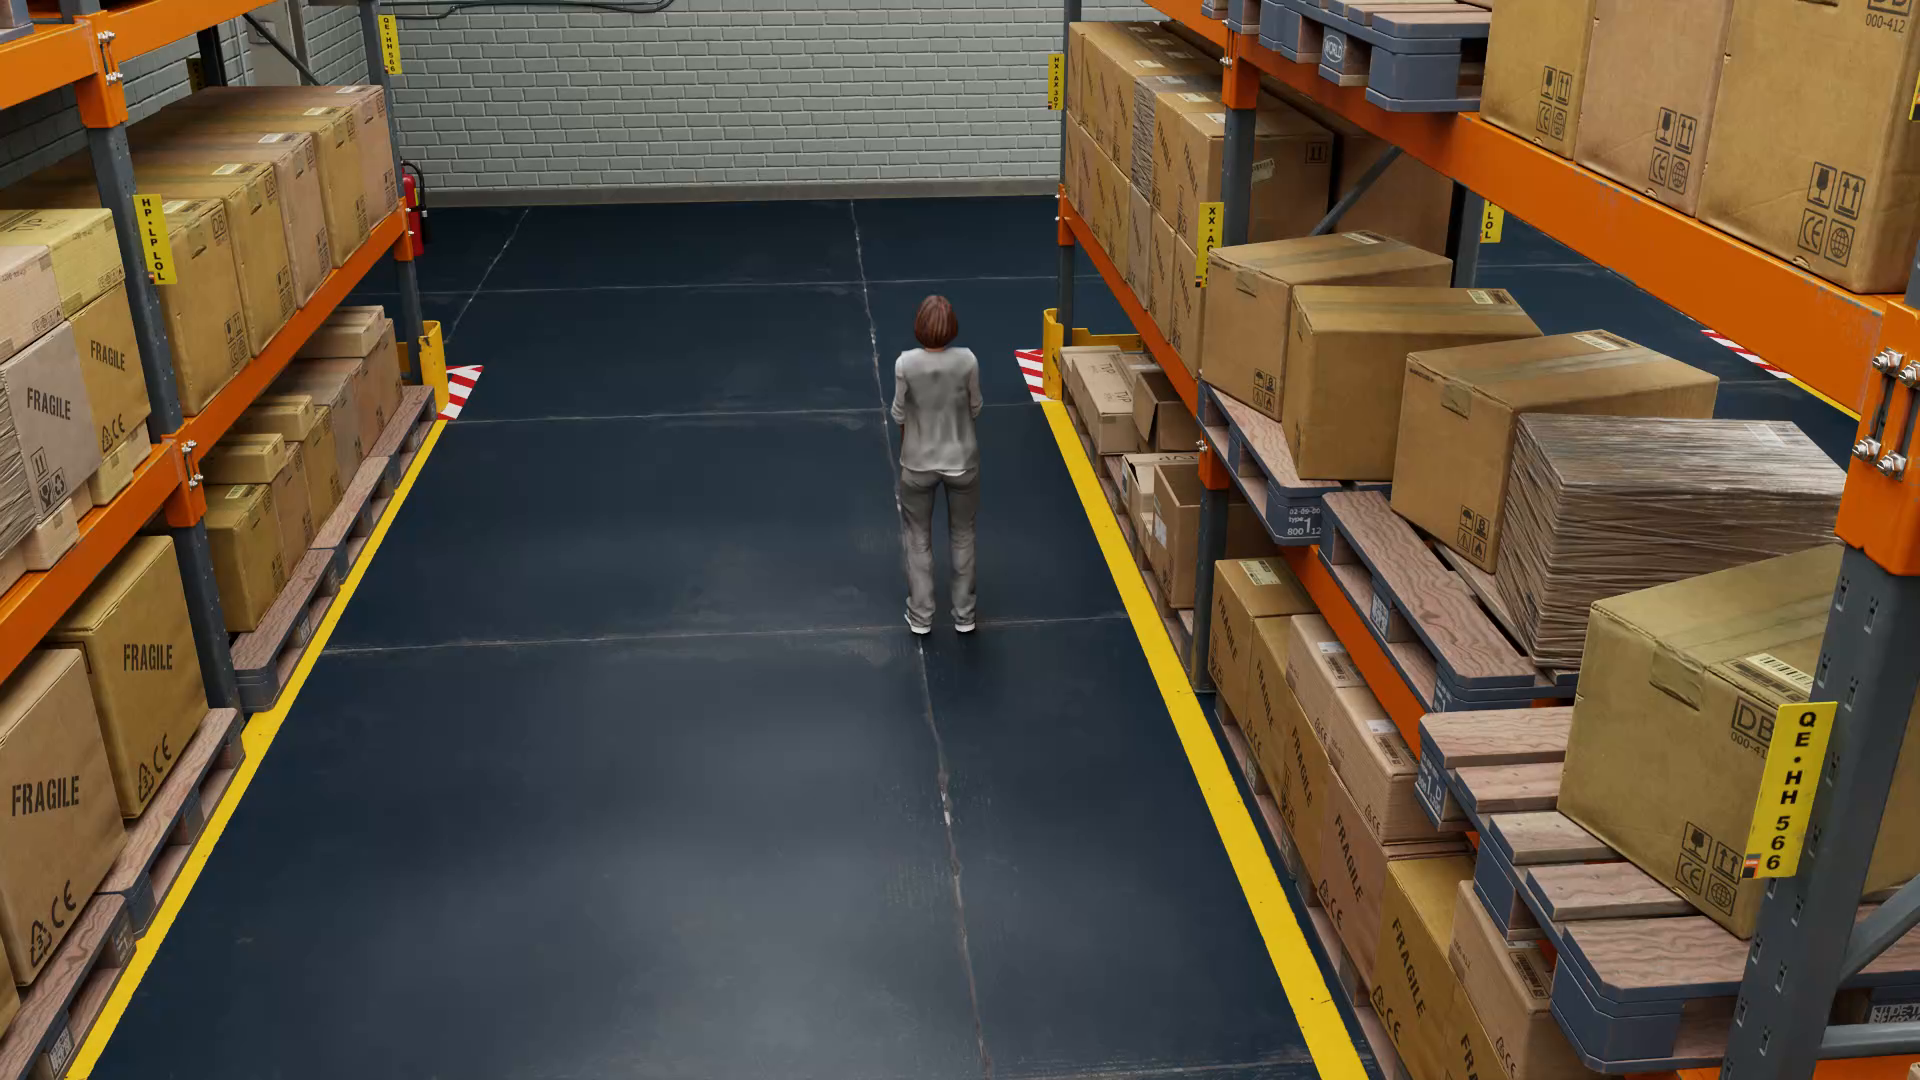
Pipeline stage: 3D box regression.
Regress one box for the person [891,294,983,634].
[{"bbox_3d":[-0.102,-0.360,7.426,0.406,1.588,0.492,-2,24,-5],"label":"person"}]
